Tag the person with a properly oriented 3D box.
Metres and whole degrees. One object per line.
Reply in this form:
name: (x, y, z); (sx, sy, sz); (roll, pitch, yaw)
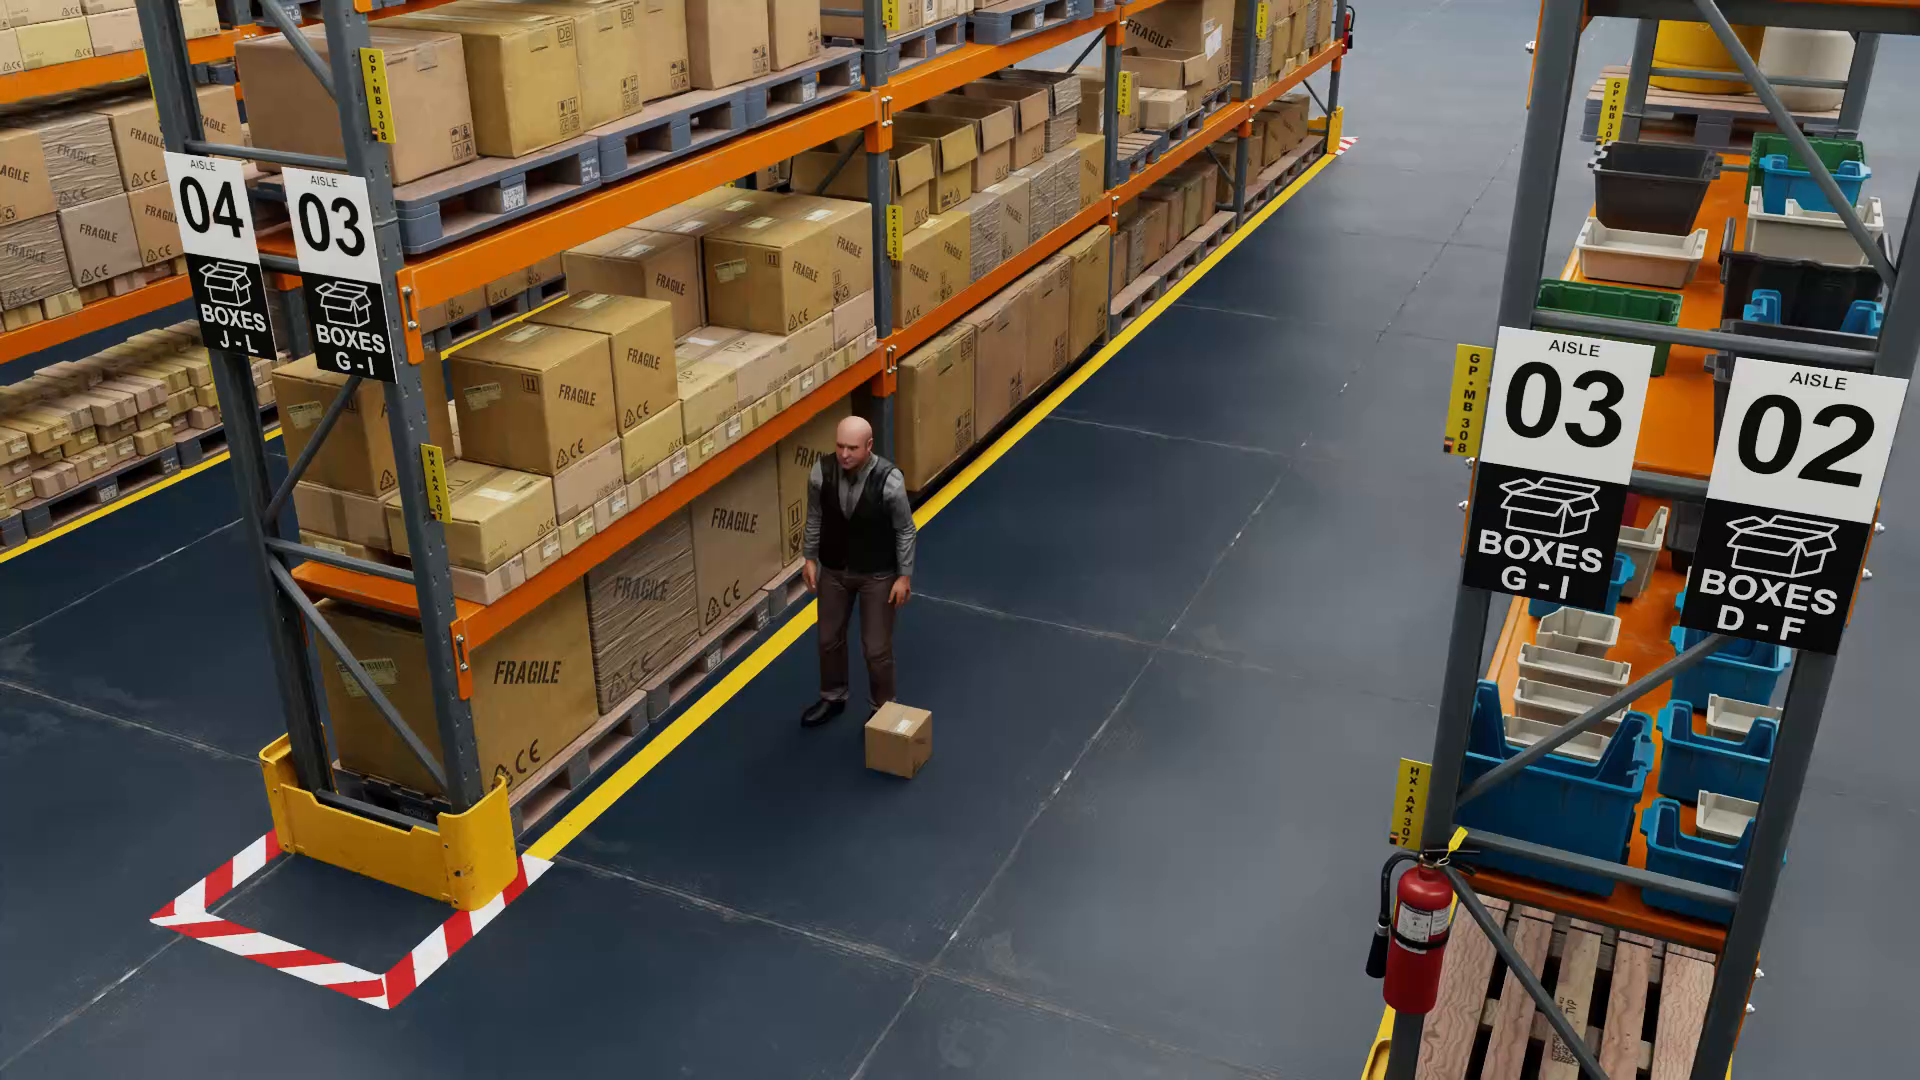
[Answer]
person: (-0.500, 0.159, 8.312); (0.594, 1.721, 0.414); (10, 28, 19)
